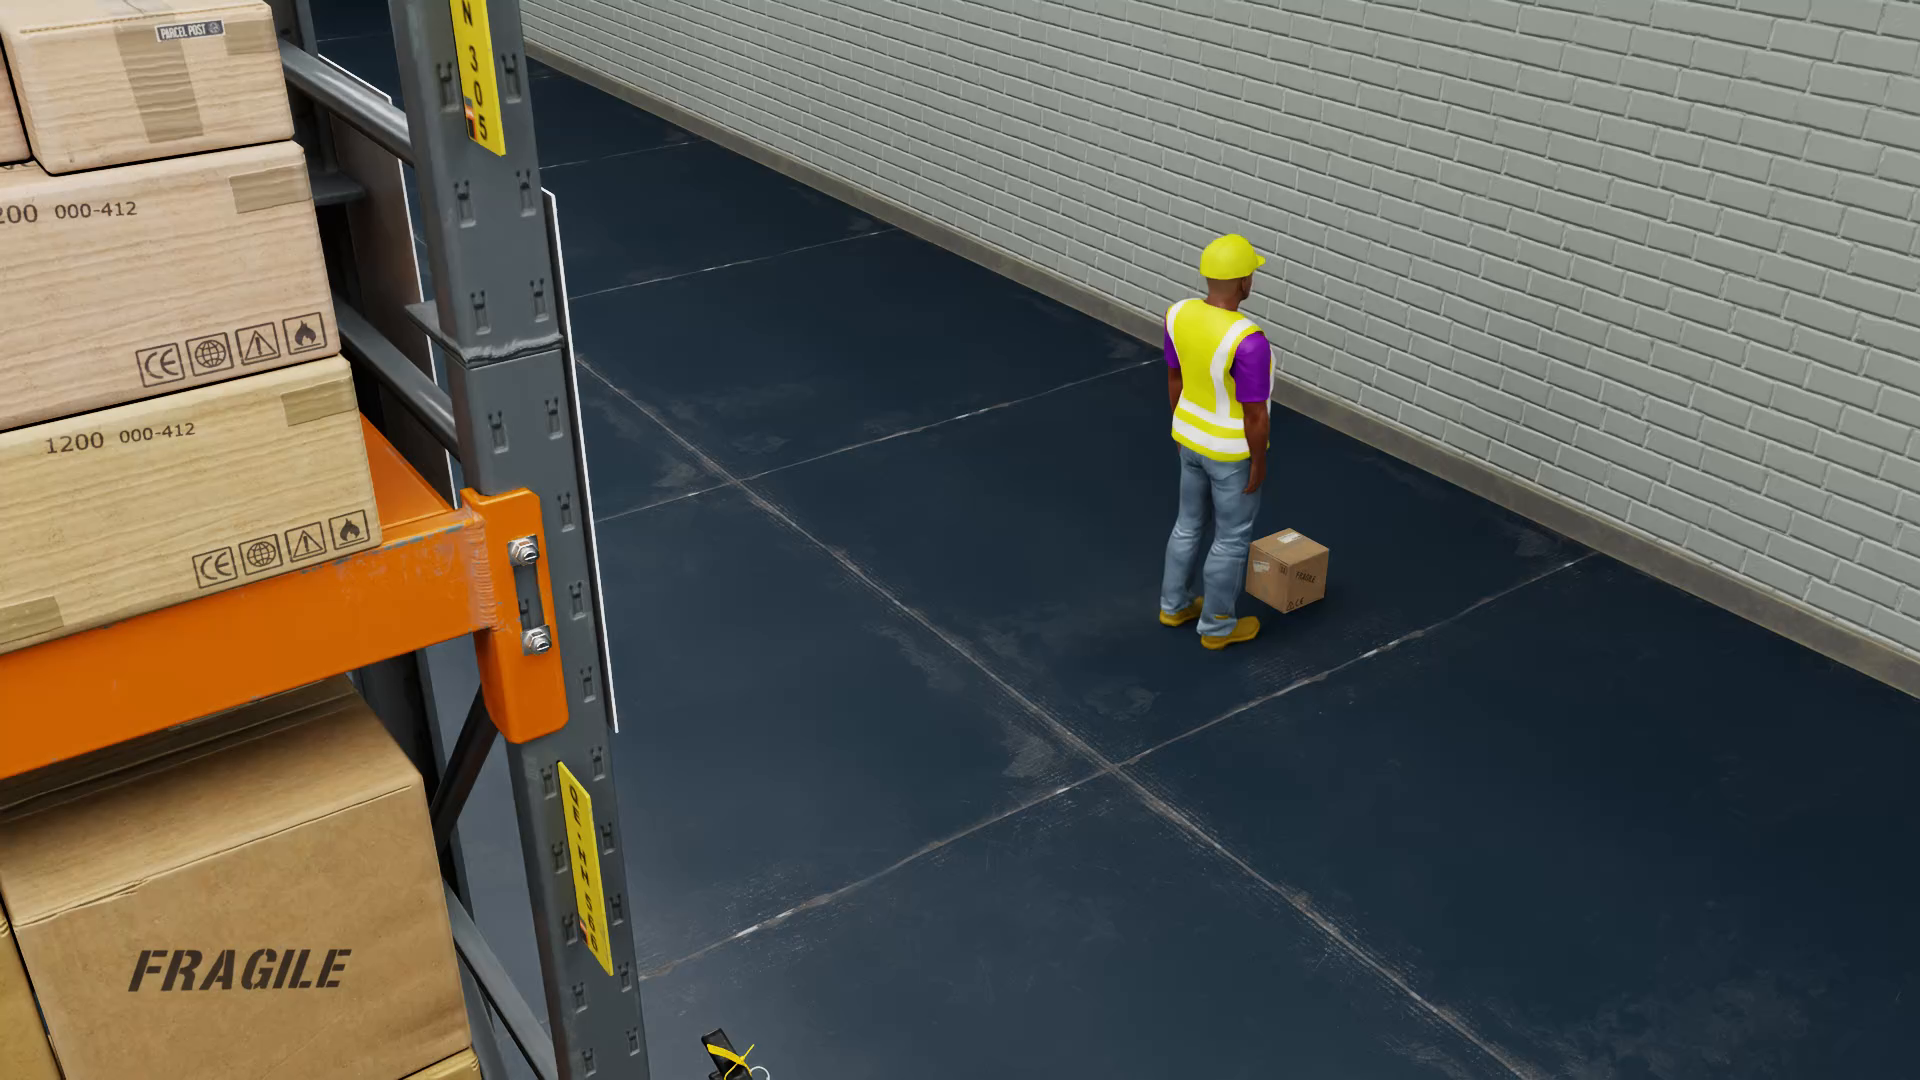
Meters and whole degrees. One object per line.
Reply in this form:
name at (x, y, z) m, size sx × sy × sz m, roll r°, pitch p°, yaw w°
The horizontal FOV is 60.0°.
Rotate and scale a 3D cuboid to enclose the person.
person at (1.066, -0.394, 6.845) m, size 0.363 × 1.777 × 0.564 m, roll -18°, pitch 33°, yaw -29°
